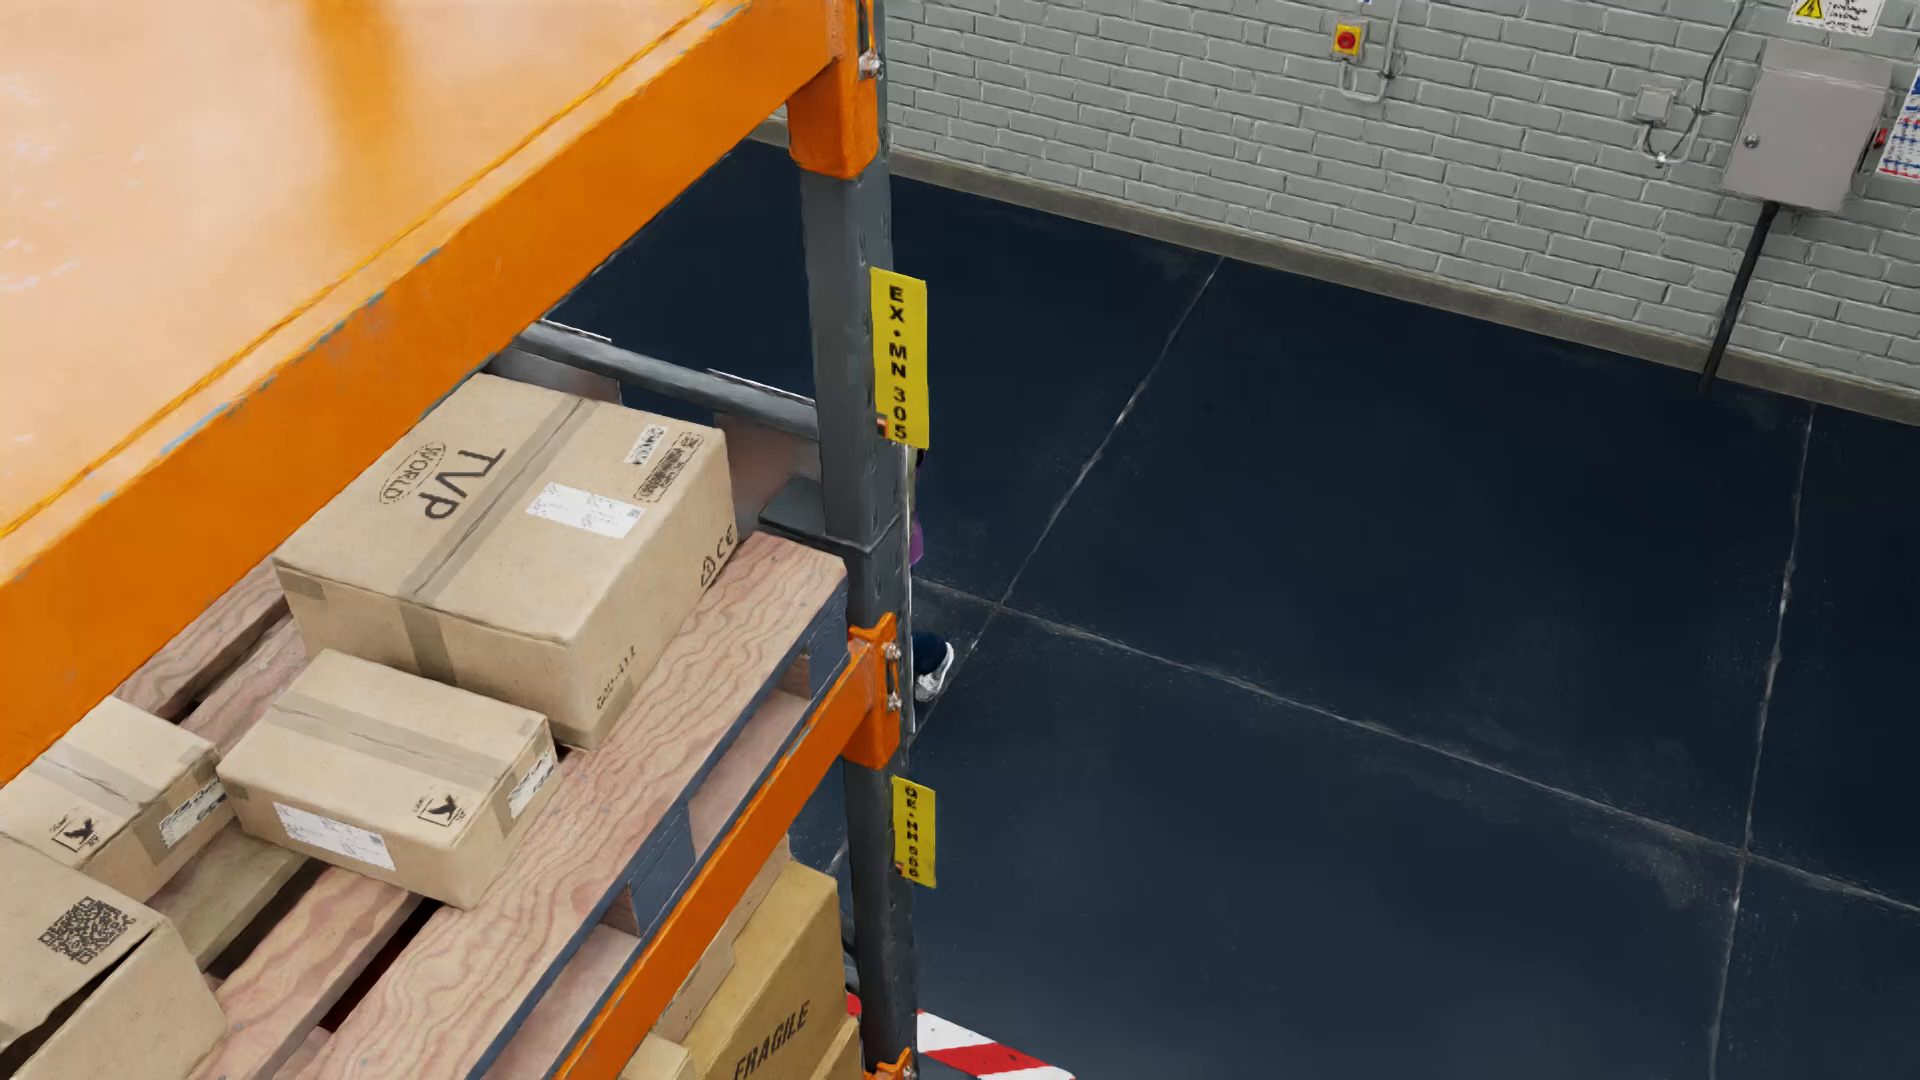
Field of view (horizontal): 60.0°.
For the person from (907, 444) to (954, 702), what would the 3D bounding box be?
[{"bbox_3d":[-0.307,0.036,6.142,0.483,1.573,0.452,-18,45,-18],"label":"person"}]
